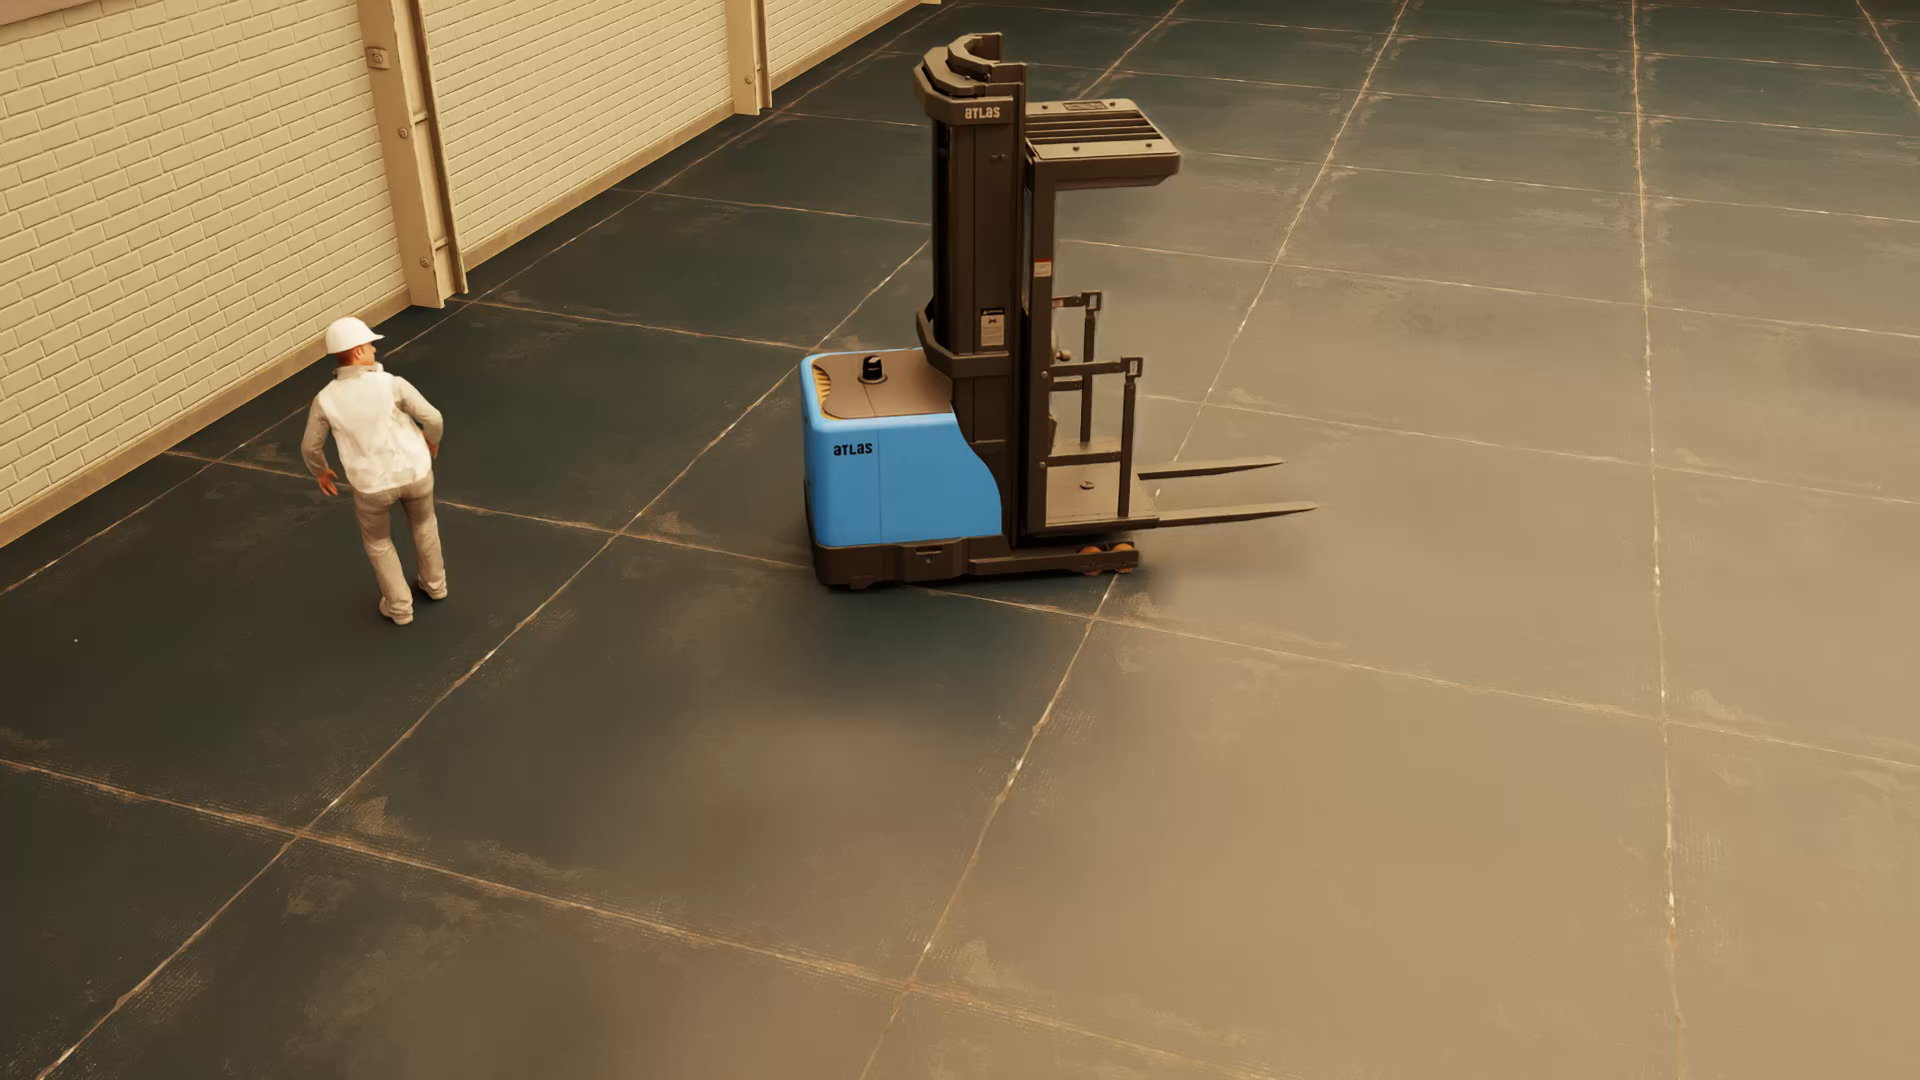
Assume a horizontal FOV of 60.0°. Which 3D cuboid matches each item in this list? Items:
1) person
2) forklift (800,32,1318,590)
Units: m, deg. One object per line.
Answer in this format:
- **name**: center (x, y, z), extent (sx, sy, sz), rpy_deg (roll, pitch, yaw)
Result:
- **person**: center (-3.154, -0.381, 9.015), extent (0.726, 1.744, 0.513), rpy_deg (-13, 32, -22)
- **forklift**: center (0.603, -1.321, 9.453), extent (3.031, 2.935, 1.130), rpy_deg (-5, 30, -8)
